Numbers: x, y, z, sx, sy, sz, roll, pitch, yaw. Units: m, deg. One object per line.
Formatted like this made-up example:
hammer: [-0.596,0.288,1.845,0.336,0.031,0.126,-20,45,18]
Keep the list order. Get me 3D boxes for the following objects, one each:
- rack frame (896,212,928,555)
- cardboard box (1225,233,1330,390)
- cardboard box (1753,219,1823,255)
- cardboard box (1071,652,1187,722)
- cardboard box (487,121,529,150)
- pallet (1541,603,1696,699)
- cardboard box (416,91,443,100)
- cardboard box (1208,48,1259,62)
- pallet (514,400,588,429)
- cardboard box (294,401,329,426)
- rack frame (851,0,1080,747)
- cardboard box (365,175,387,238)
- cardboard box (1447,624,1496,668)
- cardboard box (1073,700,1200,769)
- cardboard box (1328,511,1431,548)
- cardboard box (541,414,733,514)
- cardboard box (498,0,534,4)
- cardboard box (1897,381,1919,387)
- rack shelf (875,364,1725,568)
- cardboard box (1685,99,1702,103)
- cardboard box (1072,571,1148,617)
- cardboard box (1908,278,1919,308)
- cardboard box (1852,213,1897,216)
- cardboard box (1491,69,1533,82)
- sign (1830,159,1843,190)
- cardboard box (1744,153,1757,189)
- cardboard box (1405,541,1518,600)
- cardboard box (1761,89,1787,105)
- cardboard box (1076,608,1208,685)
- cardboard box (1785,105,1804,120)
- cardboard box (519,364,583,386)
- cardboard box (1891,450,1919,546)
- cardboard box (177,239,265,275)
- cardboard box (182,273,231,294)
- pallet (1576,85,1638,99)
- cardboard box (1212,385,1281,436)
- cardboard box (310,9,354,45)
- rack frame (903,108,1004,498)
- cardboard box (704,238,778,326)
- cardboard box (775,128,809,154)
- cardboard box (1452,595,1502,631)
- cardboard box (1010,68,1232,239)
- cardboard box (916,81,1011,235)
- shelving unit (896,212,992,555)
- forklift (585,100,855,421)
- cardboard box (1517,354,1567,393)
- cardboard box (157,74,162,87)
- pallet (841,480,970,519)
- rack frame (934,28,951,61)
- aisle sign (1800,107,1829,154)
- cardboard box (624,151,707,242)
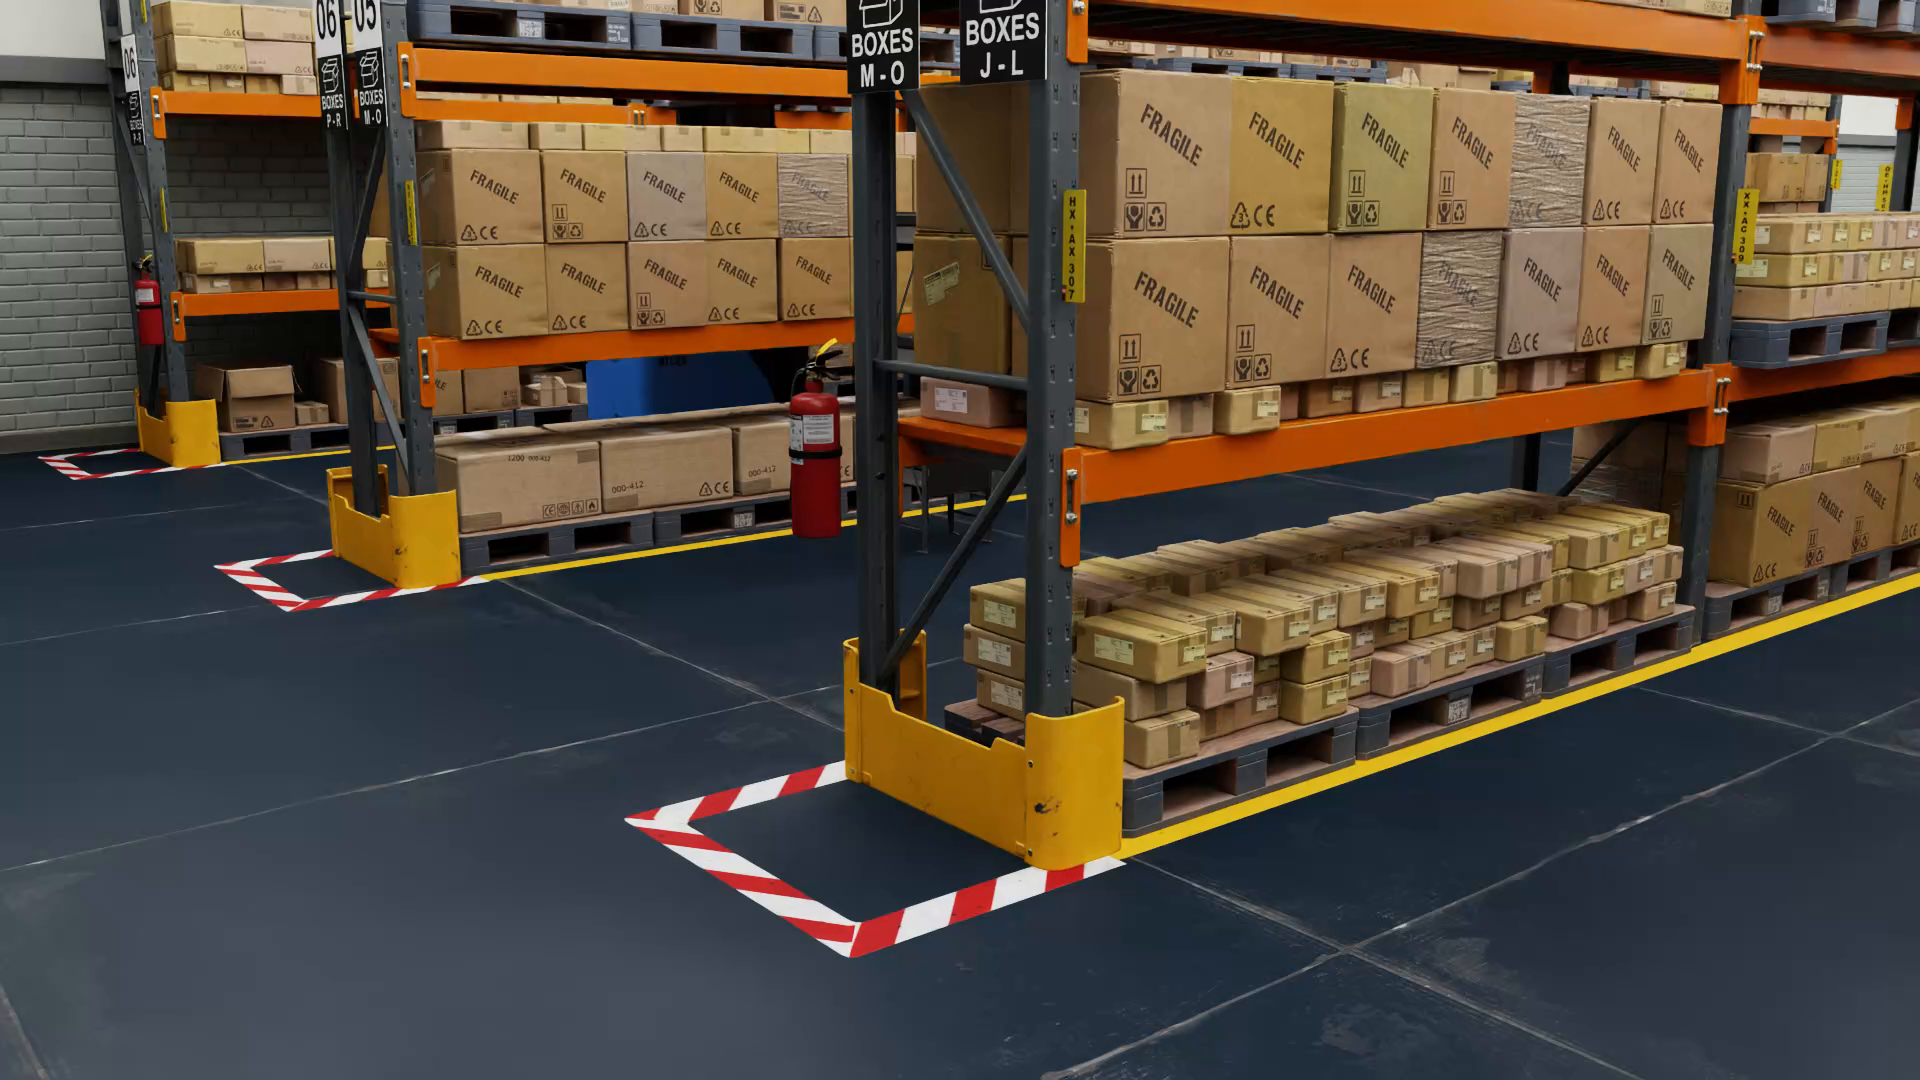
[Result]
rack frame: [-0.320,-0.974,9.660,0.015,2.100,0.400,-9,15,-38]
cardboard box: [0.919,-0.809,5.763,0.500,0.500,0.500,-9,15,-38]
cardboard box: [3.712,-1.397,7.648,0.250,0.149,0.380,-8,15,-35]
cardboard box: [0.563,0.489,5.740,0.250,0.149,0.380,-9,15,-35]
cardboard box: [-2.567,-2.220,9.152,0.250,0.149,0.380,-9,15,-36]
pallet: [2.615,0.410,7.691,1.213,0.211,1.003,-9,15,-38]
cardboard box: [-4.438,-3.687,13.653,0.250,0.149,0.380,-9,15,-37]
cardboard box: [1.874,-3.802,12.338,0.500,0.500,0.500,-9,15,-37]
pallet: [-3.695,-1.188,15.217,1.213,0.211,1.003,-9,15,-38]
cardboard box: [-5.389,-1.046,13.686,0.250,0.149,0.380,-10,16,-40]
rack frame: [-0.006,-0.528,5.394,0.127,3.000,1.000,-9,15,-38]
cardboard box: [-4.588,-2.771,13.798,0.500,0.500,0.500,-9,15,-36]
cardboard box: [1.970,0.405,6.850,0.250,0.149,0.380,-9,15,-37]
cardboard box: [0.603,0.645,5.722,0.250,0.149,0.380,-9,15,-37]
cardboard box: [1.861,-0.014,7.392,0.250,0.149,0.380,-9,15,-36]
cardboard box: [-2.015,-0.492,10.381,0.875,0.438,0.875,-9,15,-36]
cardboard box: [-2.605,-3.057,9.435,0.250,0.149,0.380,-11,16,-42]
cardboard box: [5.870,-0.784,9.803,0.500,0.250,0.500,-10,15,-39]
rack shelf: [1.555,-0.436,6.691,4.000,0.370,1.077,-9,15,-38]
cardboard box: [7.173,-4.321,16.640,0.250,0.149,0.380,-9,15,-36]
cardboard box: [0.481,0.237,6.211,0.250,0.149,0.380,-9,15,-37]
cardboard box: [4.728,-1.276,8.512,0.250,0.149,0.380,-10,15,-39]
cardboard box: [5.149,-1.810,9.595,0.250,0.149,0.380,-10,16,-40]
cardboard box: [5.030,-4.244,15.023,0.500,0.250,0.500,-9,15,-37]
sign: [9.647,-4.022,18.301,0.005,0.325,0.100,-9,15,-38]
cardboard box: [7.843,-3.786,17.374,0.500,0.500,0.700,-10,15,-38]
cardboard box: [2.029,0.121,6.760,0.250,0.149,0.380,-10,16,-40]
cardboard box: [8.289,-4.690,17.418,0.500,0.250,0.500,-9,15,-36]
cardboard box: [0.615,0.357,5.645,0.250,0.149,0.380,-10,16,-40]
cardboard box: [8.810,-4.580,17.860,0.250,0.149,0.380,-9,15,-36]
cardboard box: [-3.822,-1.484,15.359,0.500,0.311,0.500,-9,15,-36]
cardboard box: [5.079,-0.283,9.247,0.500,0.500,0.500,-10,16,-40]
cardboard box: [-5.759,-2.210,12.959,0.500,0.250,0.500,-9,15,-37]
cardboard box: [-5.853,-1.998,12.920,0.250,0.149,0.380,-10,15,-38]
pallet: [5.644,-4.188,15.858,1.003,0.211,1.213,-9,15,-38]
cardboard box: [0.868,-0.460,5.678,0.250,0.149,0.380,-10,16,-39]
cardboard box: [-4.985,-4.054,13.217,0.500,0.250,0.500,-10,15,-39]
rack frame: [-0.054,-1.837,11.558,0.127,3.000,1.000,-9,15,-38]
cardboard box: [-1.457,-1.583,10.123,0.500,0.500,0.500,-9,15,-36]
cardboard box: [-1.134,-2.445,10.212,0.250,0.149,0.380,-10,15,-39]
cardboard box: [2.002,0.248,6.875,0.250,0.149,0.380,-10,16,-40]
cardboard box: [0.510,-1.227,5.320,0.500,0.500,0.500,-10,15,-38]
cardboard box: [0.195,-1.311,5.719,0.500,0.500,0.500,-10,15,-39]
shelving unit: [-0.129,-1.006,9.810,0.503,2.100,0.431,-9,15,-38]
forklift: [-1.290,-2.028,12.623,3.031,2.935,1.130,-9,15,-36]
cardboard box: [2.251,-0.704,6.825,0.250,0.149,0.380,-10,16,-40]
cardboard box: [-6.176,-3.546,12.989,0.250,0.149,0.380,-9,15,-36]
pallet: [-0.697,-0.387,11.442,1.213,0.211,1.003,-9,15,-38]
rack frame: [-0.035,-6.095,17.168,0.127,3.000,1.000,-9,15,-38]
aisle sign: [9.546,-4.627,18.437,0.004,0.787,0.394,-9,15,-38]
cardboard box: [-1.829,-2.008,9.716,0.500,0.500,0.500,-10,15,-38]
